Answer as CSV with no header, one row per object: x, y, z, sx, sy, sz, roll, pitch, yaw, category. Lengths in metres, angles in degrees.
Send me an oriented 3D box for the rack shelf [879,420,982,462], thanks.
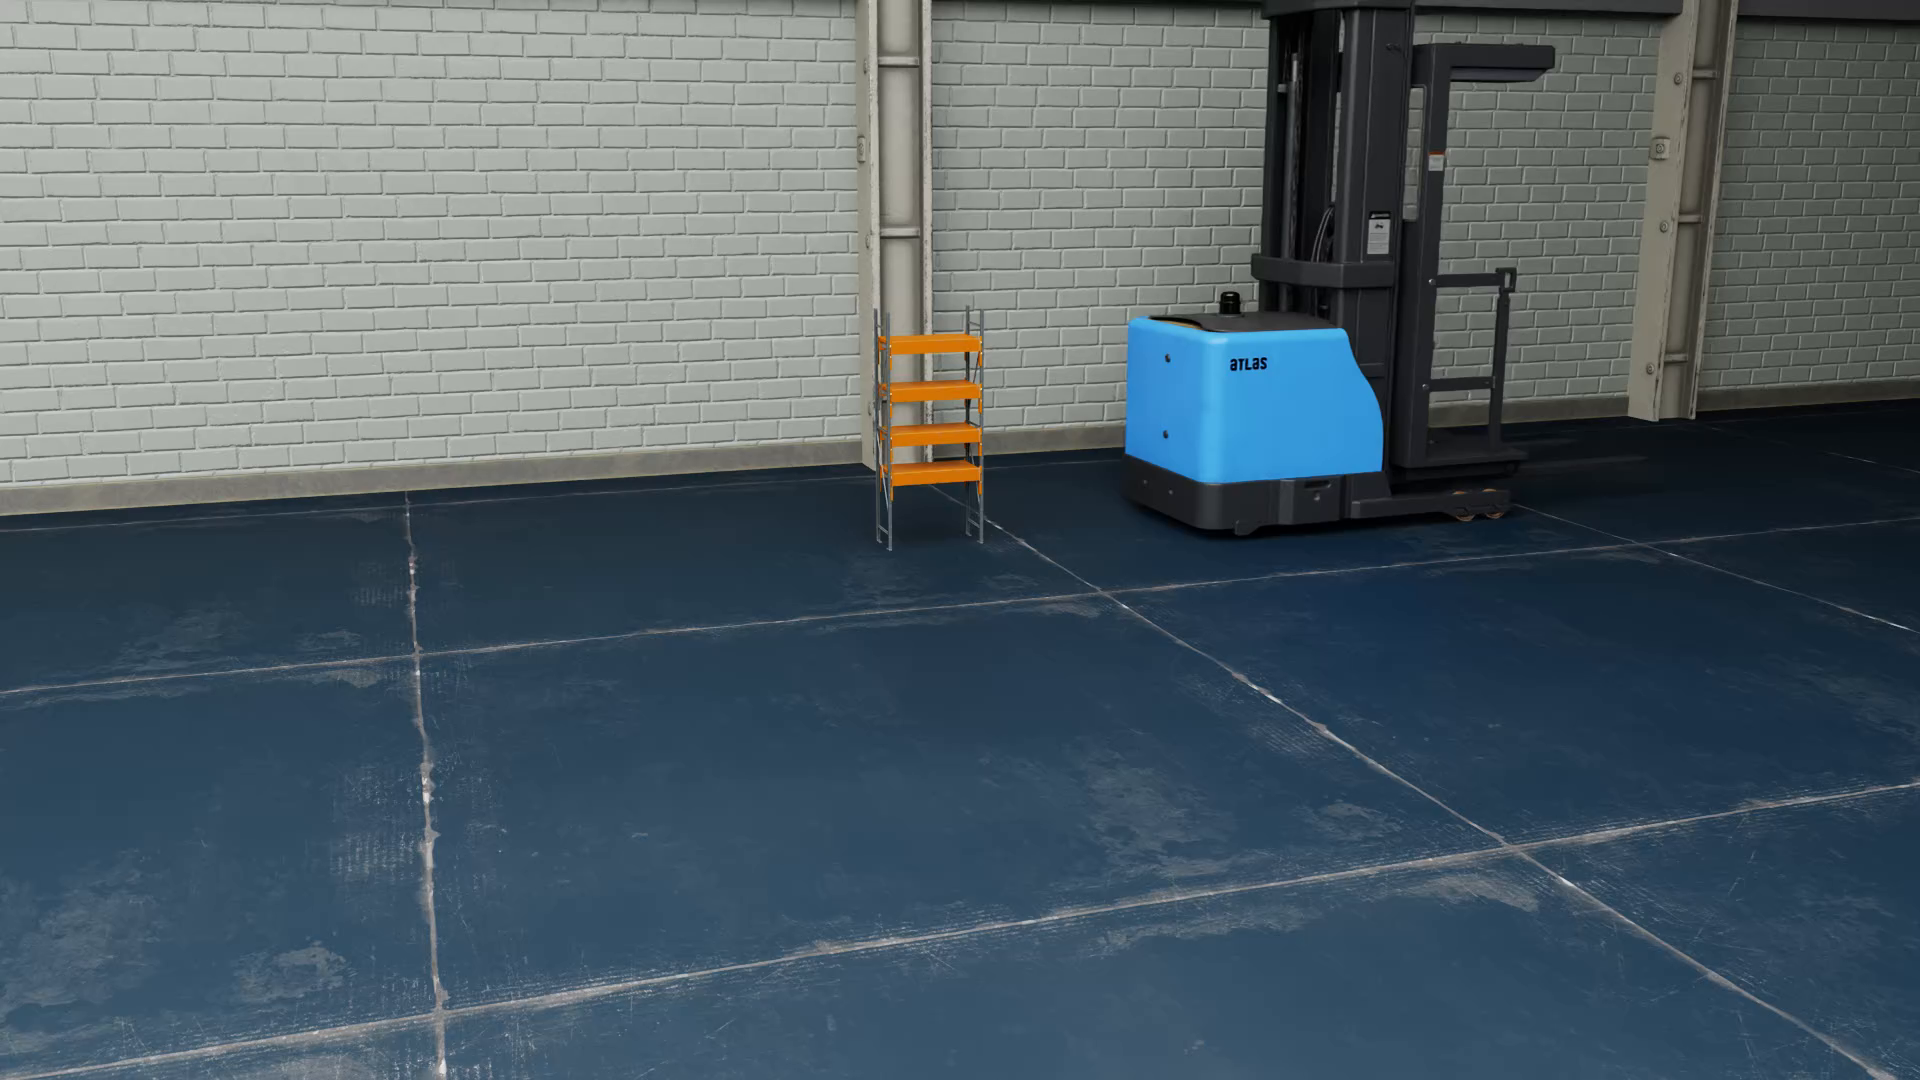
-0.157,-0.506,8.468,0.480,0.148,0.258,-4,14,-18,rack shelf

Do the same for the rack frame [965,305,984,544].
0.074,-0.590,8.528,0.015,1.200,0.240,-4,14,-18,rack frame

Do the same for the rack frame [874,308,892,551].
-0.388,-0.553,8.377,0.015,1.200,0.240,-4,14,-18,rack frame

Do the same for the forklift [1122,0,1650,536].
2.487,-1.636,9.185,3.031,2.935,1.130,-5,14,-20,forklift

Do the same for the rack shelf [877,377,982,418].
-0.157,-0.724,8.416,0.480,0.148,0.258,-4,14,-18,rack shelf

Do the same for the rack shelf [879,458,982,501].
-0.157,-0.313,8.514,0.480,0.148,0.258,-4,14,-18,rack shelf

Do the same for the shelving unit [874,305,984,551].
-0.157,-0.571,8.453,0.503,1.200,0.258,-4,14,-18,shelving unit

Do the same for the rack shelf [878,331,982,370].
-0.157,-0.954,8.362,0.480,0.148,0.258,-4,14,-18,rack shelf

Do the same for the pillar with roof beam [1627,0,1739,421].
6.656,-4.363,7.539,0.400,9.000,9.100,-4,14,-18,pillar with roof beam

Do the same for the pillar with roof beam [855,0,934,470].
0.970,-3.920,5.677,0.400,9.000,9.100,-4,14,-18,pillar with roof beam
